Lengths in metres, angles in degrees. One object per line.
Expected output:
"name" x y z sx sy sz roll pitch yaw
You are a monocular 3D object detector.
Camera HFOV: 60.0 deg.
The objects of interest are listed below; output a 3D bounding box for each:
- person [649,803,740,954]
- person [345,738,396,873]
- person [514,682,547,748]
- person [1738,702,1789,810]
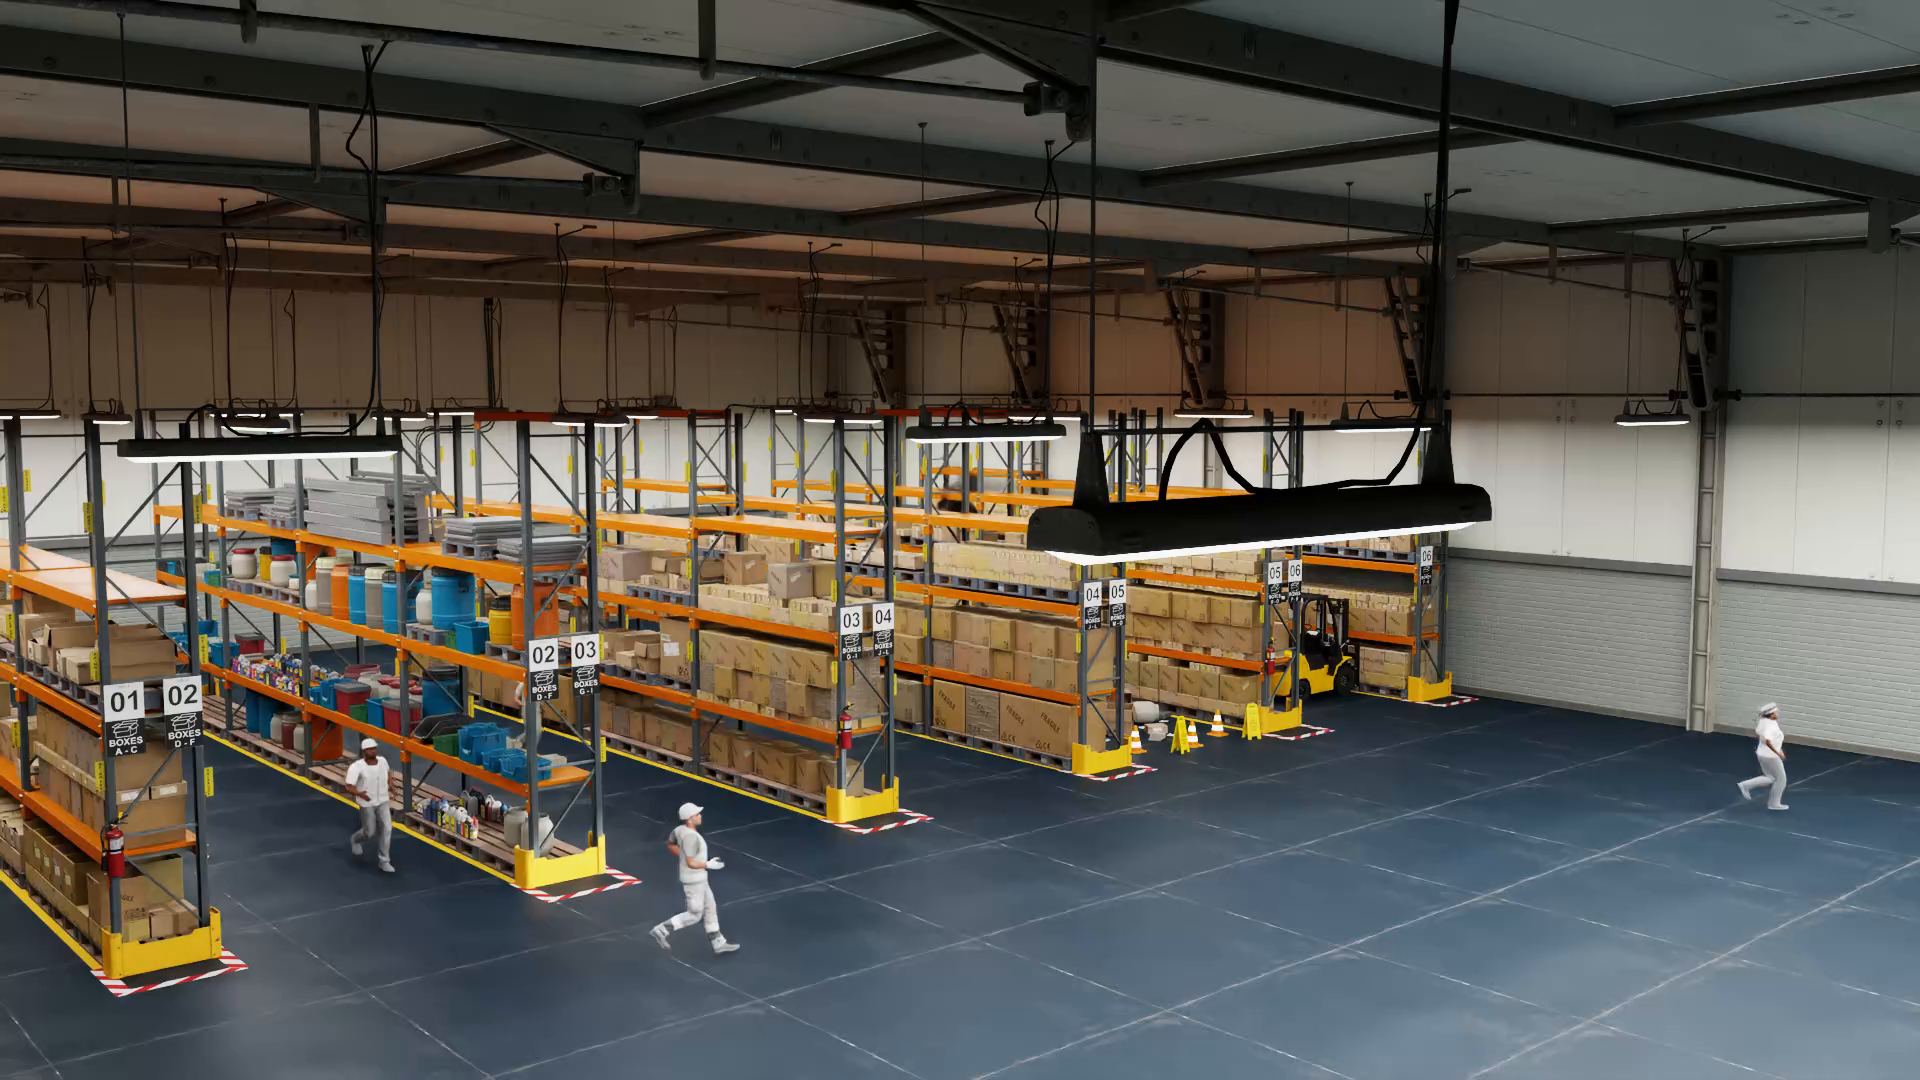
"person" -2.983 3.805 18.651 1.021 1.755 0.673 -1 5 -15
"person" -7.848 3.518 22.237 0.932 1.754 0.712 5 7 44
"person" -7.461 2.989 28.810 0.558 1.624 0.549 4 6 38
"person" 12.255 3.279 25.276 0.719 1.652 0.598 1 5 7
